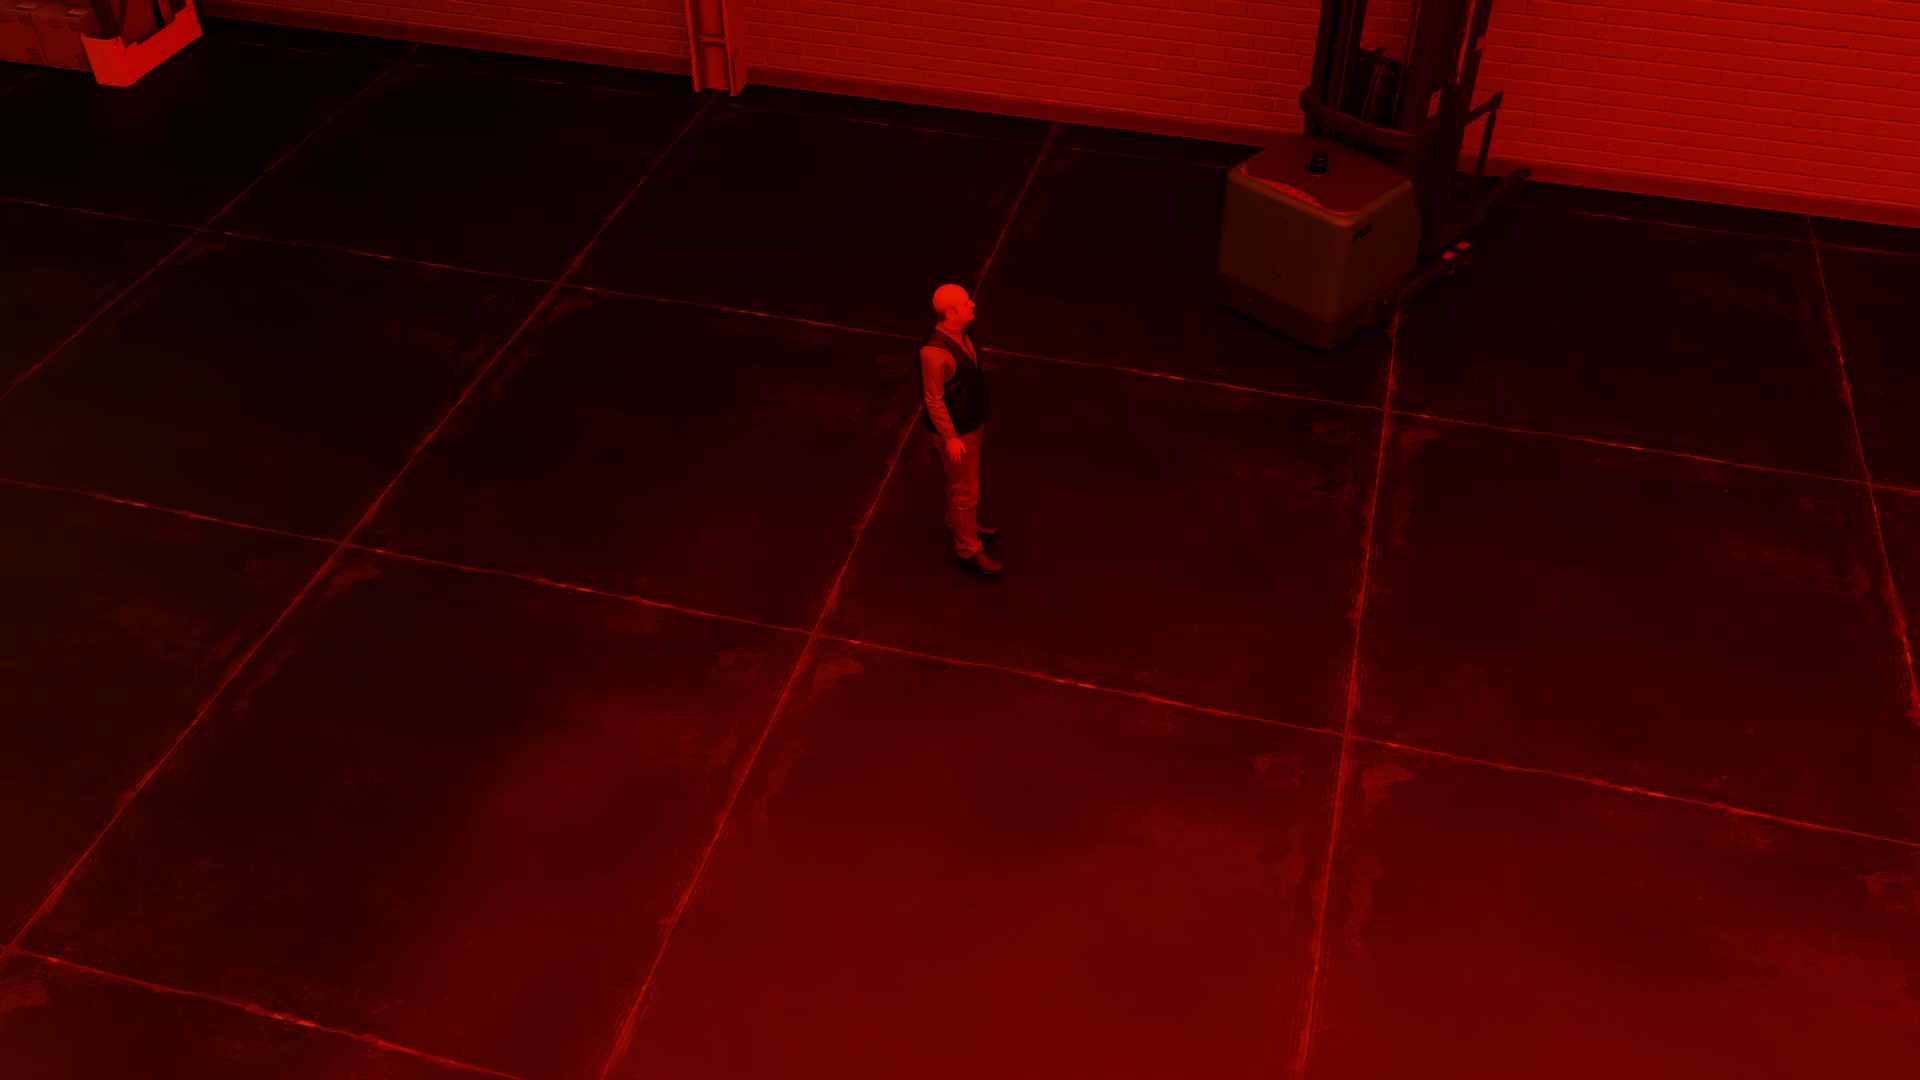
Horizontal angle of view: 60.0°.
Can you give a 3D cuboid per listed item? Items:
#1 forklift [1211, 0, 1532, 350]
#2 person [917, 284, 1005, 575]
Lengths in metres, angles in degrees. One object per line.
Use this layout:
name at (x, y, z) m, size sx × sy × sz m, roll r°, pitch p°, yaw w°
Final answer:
forklift at (3.200, -3.286, 11.610) m, size 1.130 × 2.935 × 3.031 m, roll 33°, pitch 51°, yaw 32°
person at (0.059, -0.668, 9.469) m, size 0.566 × 1.722 × 0.633 m, roll 10°, pitch 42°, yaw 11°
